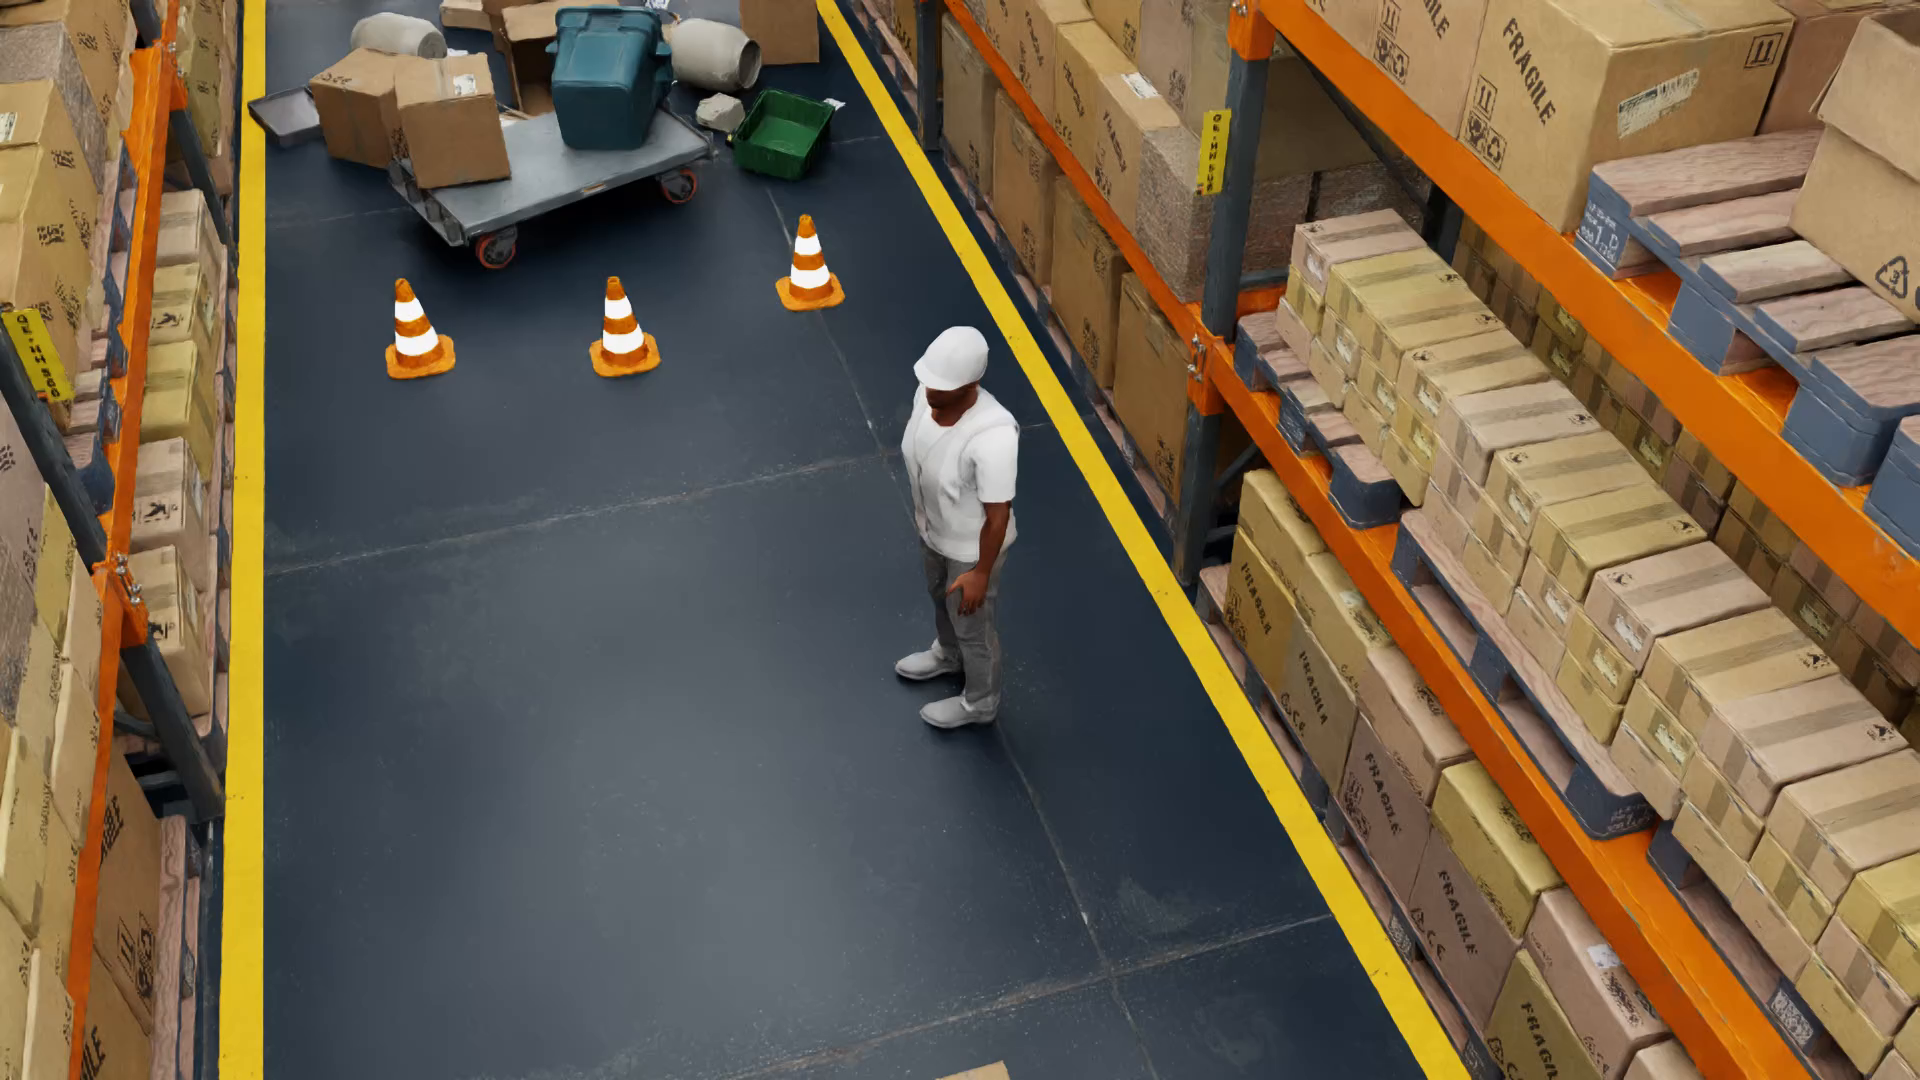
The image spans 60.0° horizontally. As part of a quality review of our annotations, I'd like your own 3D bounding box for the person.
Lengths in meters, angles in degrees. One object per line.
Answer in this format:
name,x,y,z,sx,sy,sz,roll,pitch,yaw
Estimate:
person,-0.017,-0.028,6.135,0.384,1.772,0.627,-21,46,-21
